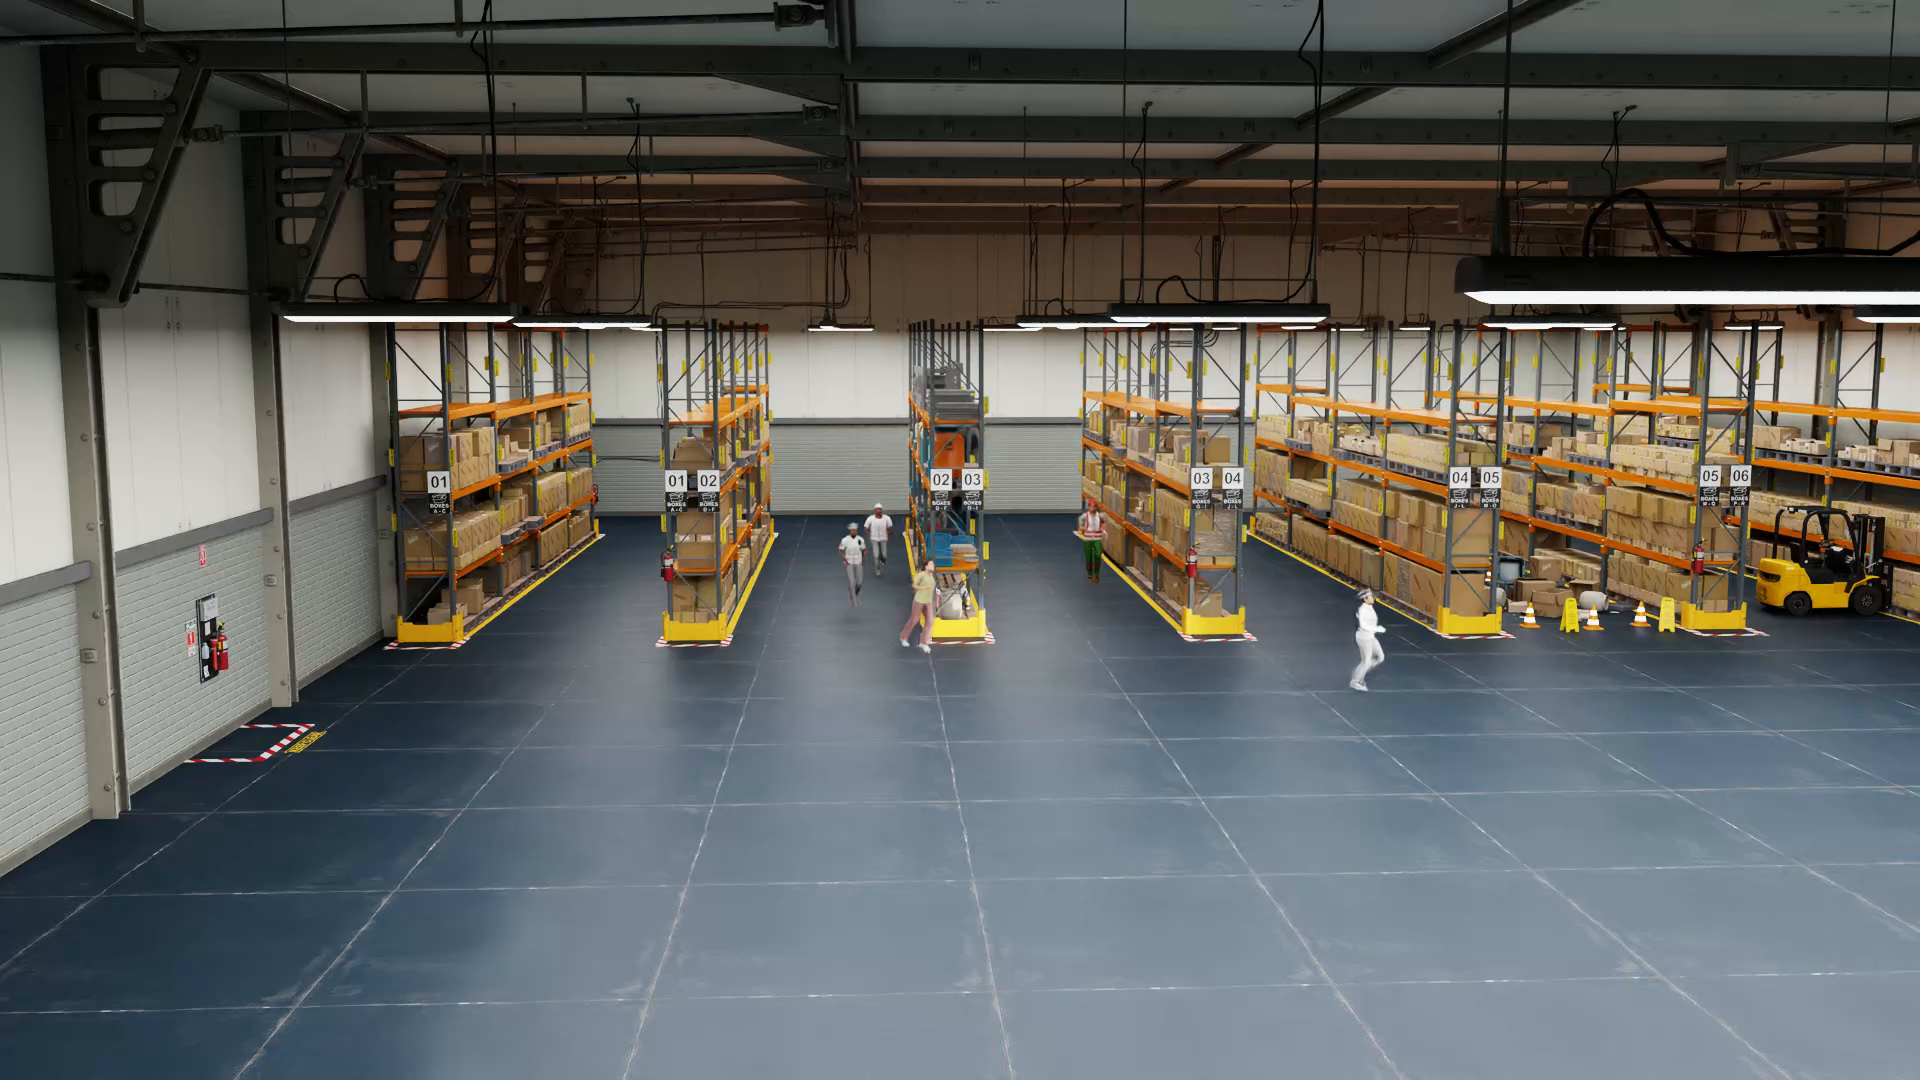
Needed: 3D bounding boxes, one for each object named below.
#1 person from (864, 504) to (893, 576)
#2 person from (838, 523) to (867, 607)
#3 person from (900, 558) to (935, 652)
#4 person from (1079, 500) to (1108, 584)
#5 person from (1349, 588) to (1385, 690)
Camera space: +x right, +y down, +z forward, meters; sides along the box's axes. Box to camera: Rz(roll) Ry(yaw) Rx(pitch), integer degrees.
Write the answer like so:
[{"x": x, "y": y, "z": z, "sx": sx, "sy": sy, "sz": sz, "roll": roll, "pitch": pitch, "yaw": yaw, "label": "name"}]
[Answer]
[{"x": -1.933, "y": -0.011, "z": 39.540, "sx": 0.696, "sy": 1.718, "sz": 0.605, "roll": -1, "pitch": 7, "yaw": -6, "label": "person"}, {"x": -2.165, "y": 0.486, "z": 33.437, "sx": 0.565, "sy": 1.685, "sz": 0.513, "roll": -1, "pitch": 7, "yaw": -12, "label": "person"}, {"x": -0.657, "y": 1.157, "z": 30.358, "sx": 0.591, "sy": 1.667, "sz": 0.846, "roll": -6, "pitch": 9, "yaw": -40, "label": "person"}, {"x": 2.940, "y": 0.038, "z": 36.642, "sx": 0.639, "sy": 1.845, "sz": 0.697, "roll": 0, "pitch": 7, "yaw": 1, "label": "person"}, {"x": 6.560, "y": 1.591, "z": 26.729, "sx": 0.562, "sy": 1.668, "sz": 0.631, "roll": 3, "pitch": 8, "yaw": 23, "label": "person"}]
